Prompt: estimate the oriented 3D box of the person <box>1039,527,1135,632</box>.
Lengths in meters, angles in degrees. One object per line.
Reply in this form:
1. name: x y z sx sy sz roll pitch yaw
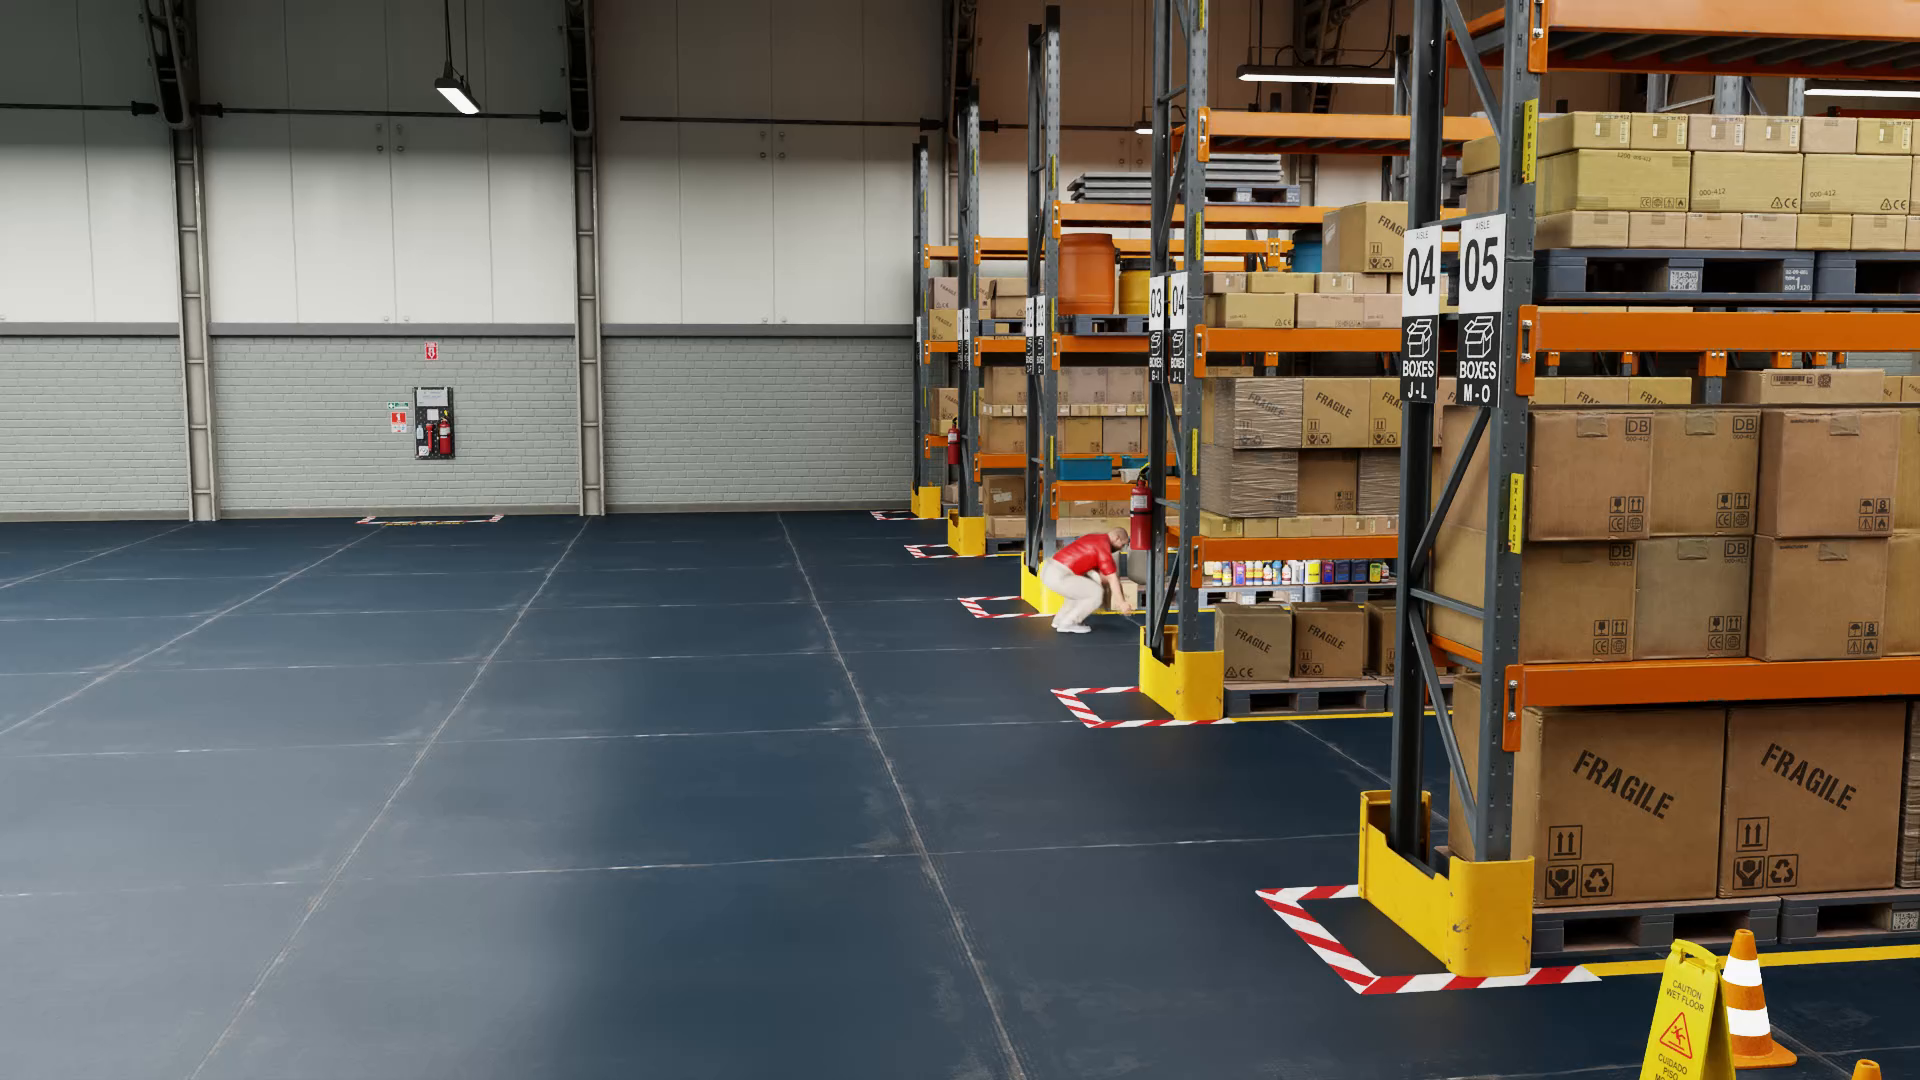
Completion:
1. person: 1.202 0.374 15.853 0.901 0.979 0.528 -1 7 -10
